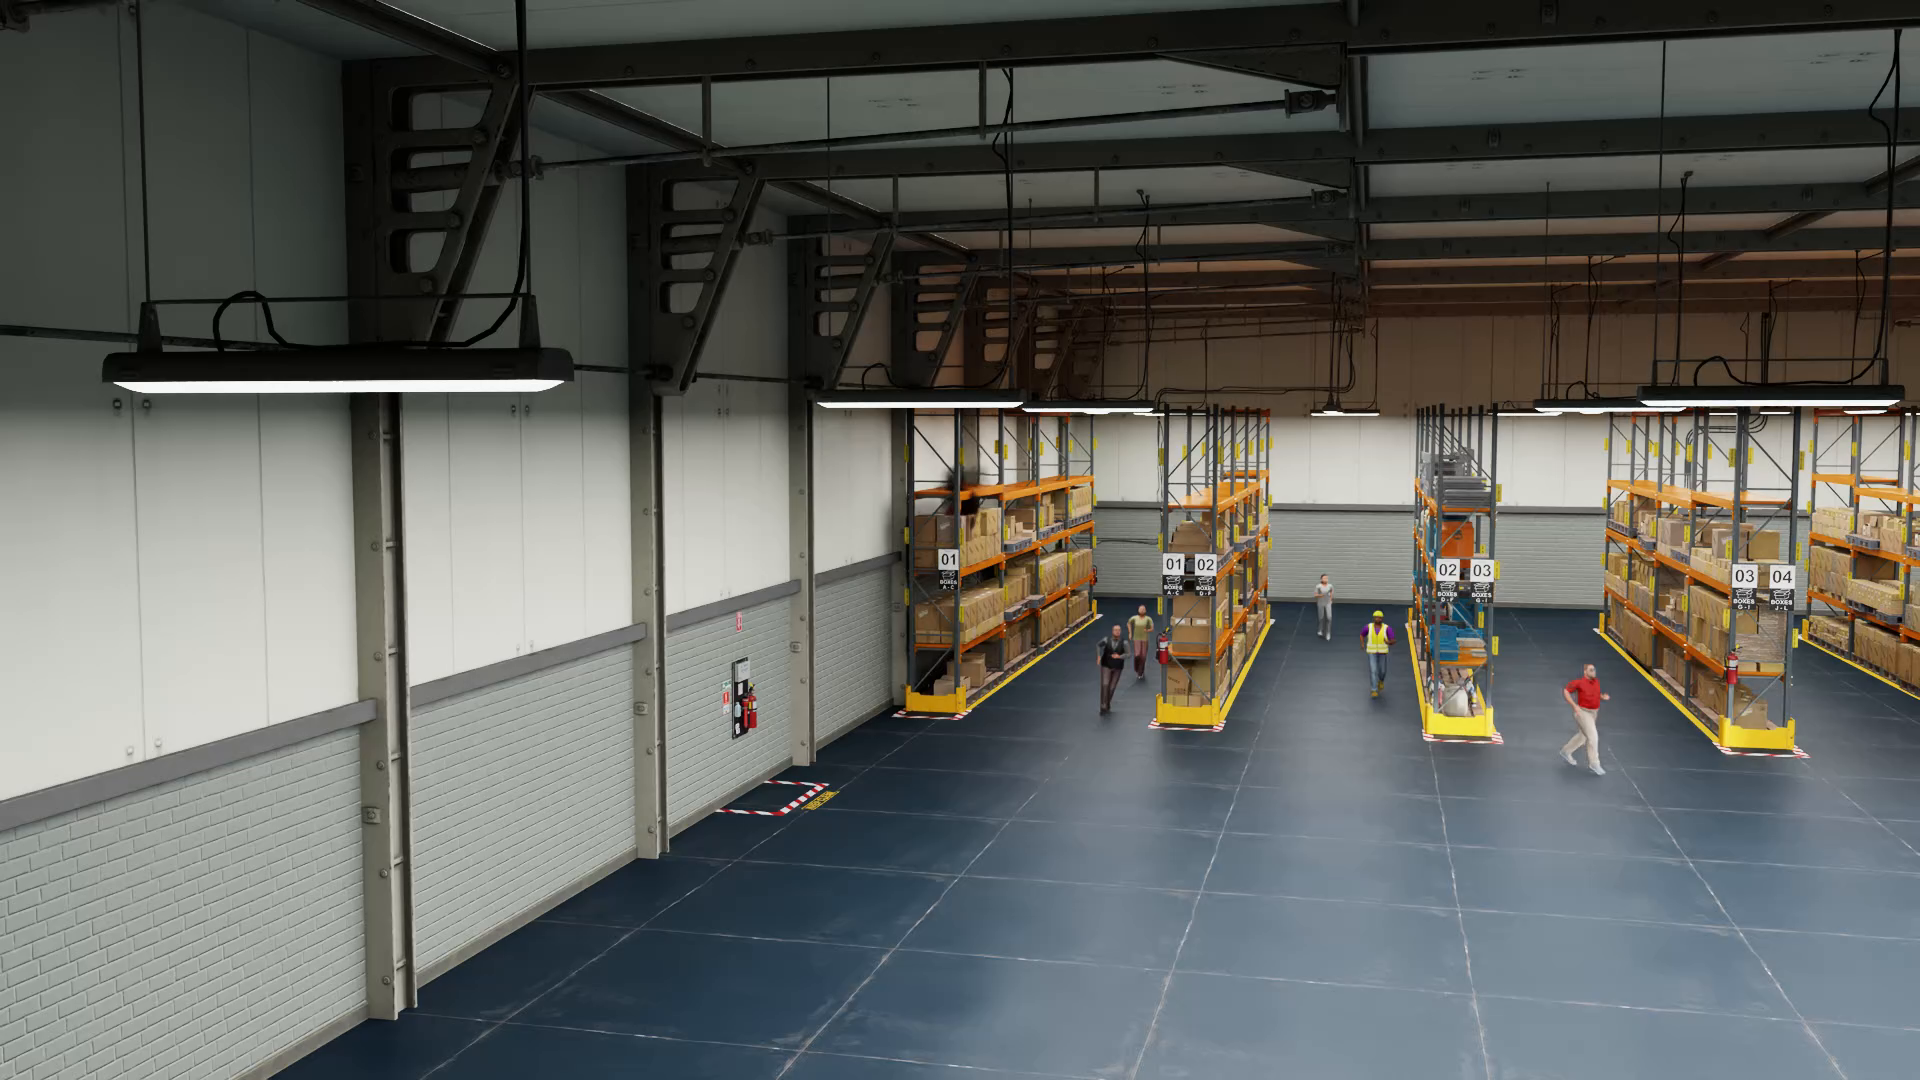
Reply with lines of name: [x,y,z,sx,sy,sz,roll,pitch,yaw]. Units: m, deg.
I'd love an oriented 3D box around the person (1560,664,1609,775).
person: [10.223,2.891,27.140,0.636,1.778,0.865,-3,5,-39]

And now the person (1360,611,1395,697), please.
person: [8.622,2.332,34.355,0.711,1.747,0.963,1,4,12]

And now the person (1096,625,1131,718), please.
person: [2.986,2.521,32.300,0.658,1.741,0.880,0,4,-1]

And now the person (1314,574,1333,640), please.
person: [9.485,1.730,43.374,0.501,1.713,0.825,0,4,4]

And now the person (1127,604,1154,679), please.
person: [3.976,2.229,36.512,0.565,1.630,0.599,0,4,1]
